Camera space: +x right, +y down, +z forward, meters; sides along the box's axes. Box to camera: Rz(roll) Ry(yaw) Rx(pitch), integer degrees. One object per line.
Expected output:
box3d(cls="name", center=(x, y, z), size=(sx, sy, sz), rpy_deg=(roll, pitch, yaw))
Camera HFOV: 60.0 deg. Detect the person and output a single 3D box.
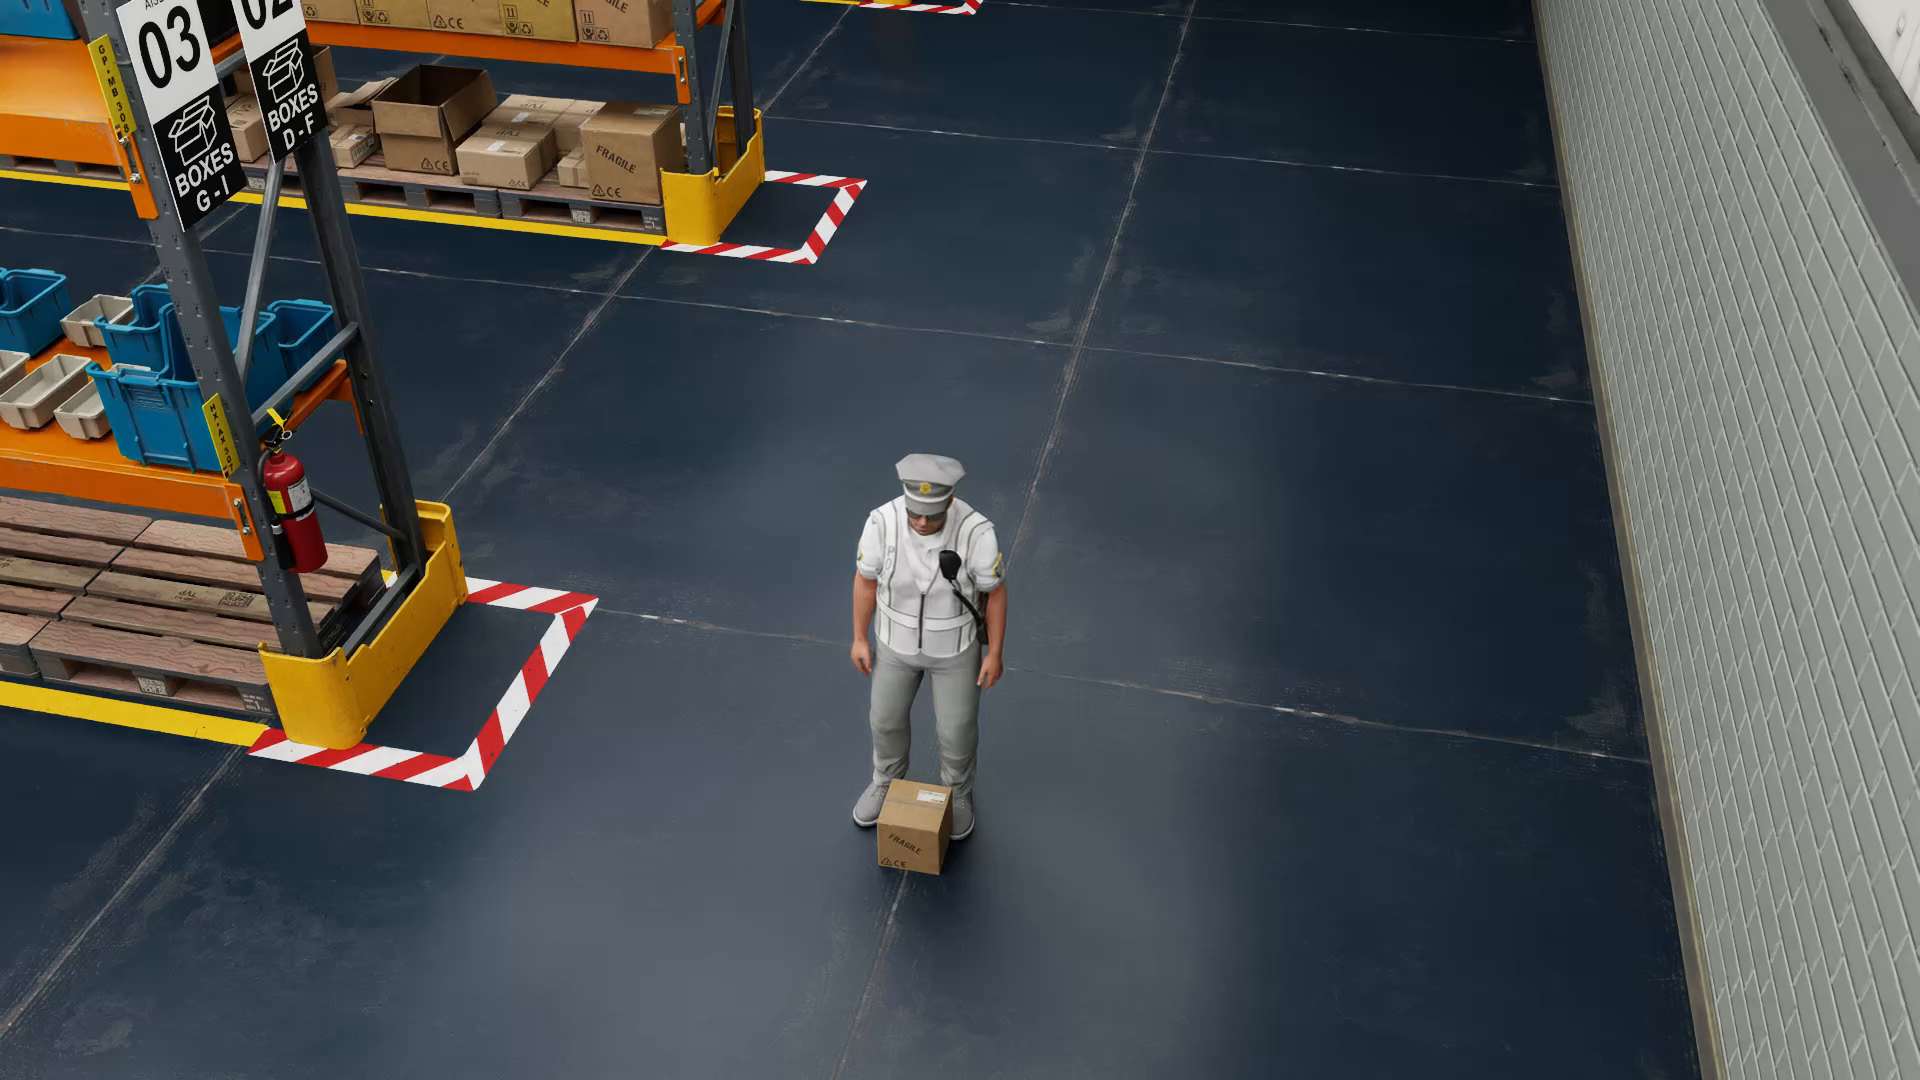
box3d(cls="person", center=(-0.121, 0.386, 6.433), size=(0.601, 1.749, 0.434), rpy_deg=(6, 37, 8))
